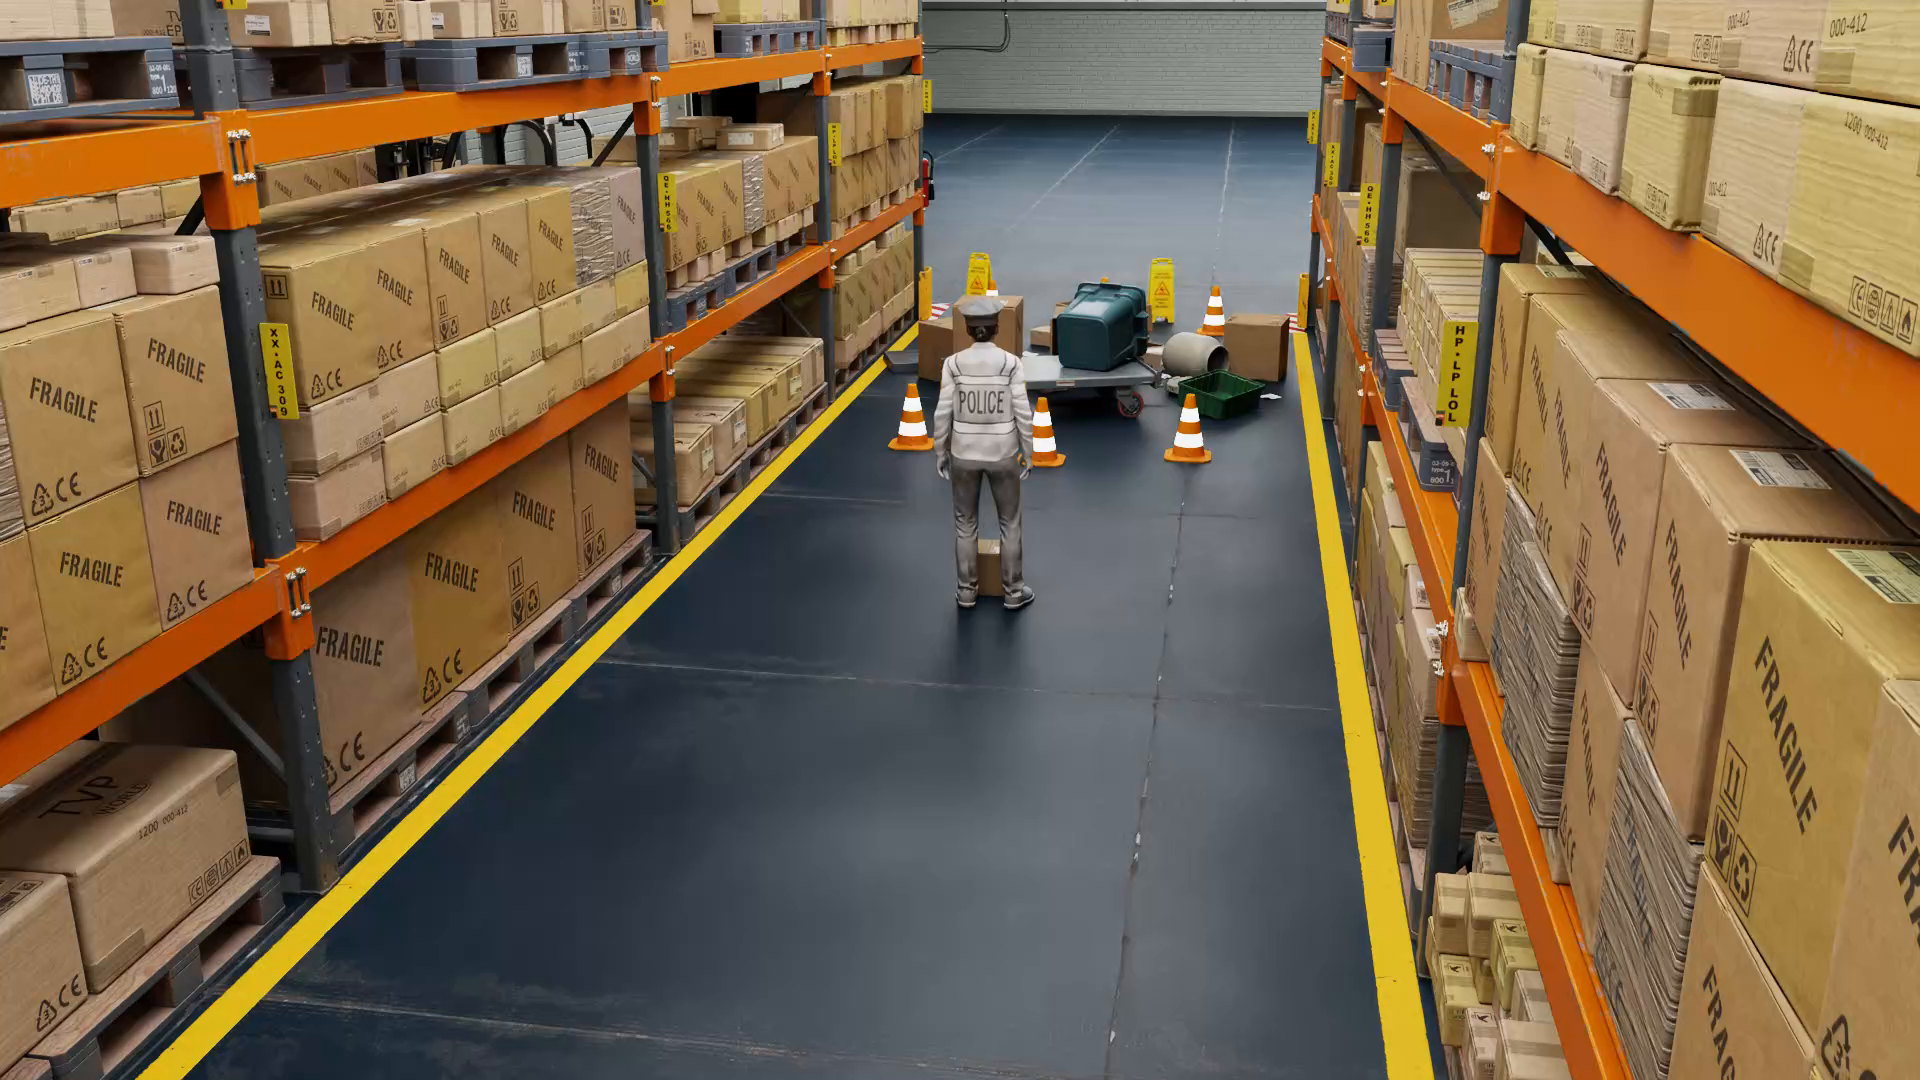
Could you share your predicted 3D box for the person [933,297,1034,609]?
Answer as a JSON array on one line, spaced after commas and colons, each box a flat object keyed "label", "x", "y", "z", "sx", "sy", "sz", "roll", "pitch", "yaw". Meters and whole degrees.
[{"label": "person", "x": 0.130, "y": -0.445, "z": 8.912, "sx": 0.546, "sy": 1.667, "sz": 0.369, "roll": 2, "pitch": 18, "yaw": 6}]
